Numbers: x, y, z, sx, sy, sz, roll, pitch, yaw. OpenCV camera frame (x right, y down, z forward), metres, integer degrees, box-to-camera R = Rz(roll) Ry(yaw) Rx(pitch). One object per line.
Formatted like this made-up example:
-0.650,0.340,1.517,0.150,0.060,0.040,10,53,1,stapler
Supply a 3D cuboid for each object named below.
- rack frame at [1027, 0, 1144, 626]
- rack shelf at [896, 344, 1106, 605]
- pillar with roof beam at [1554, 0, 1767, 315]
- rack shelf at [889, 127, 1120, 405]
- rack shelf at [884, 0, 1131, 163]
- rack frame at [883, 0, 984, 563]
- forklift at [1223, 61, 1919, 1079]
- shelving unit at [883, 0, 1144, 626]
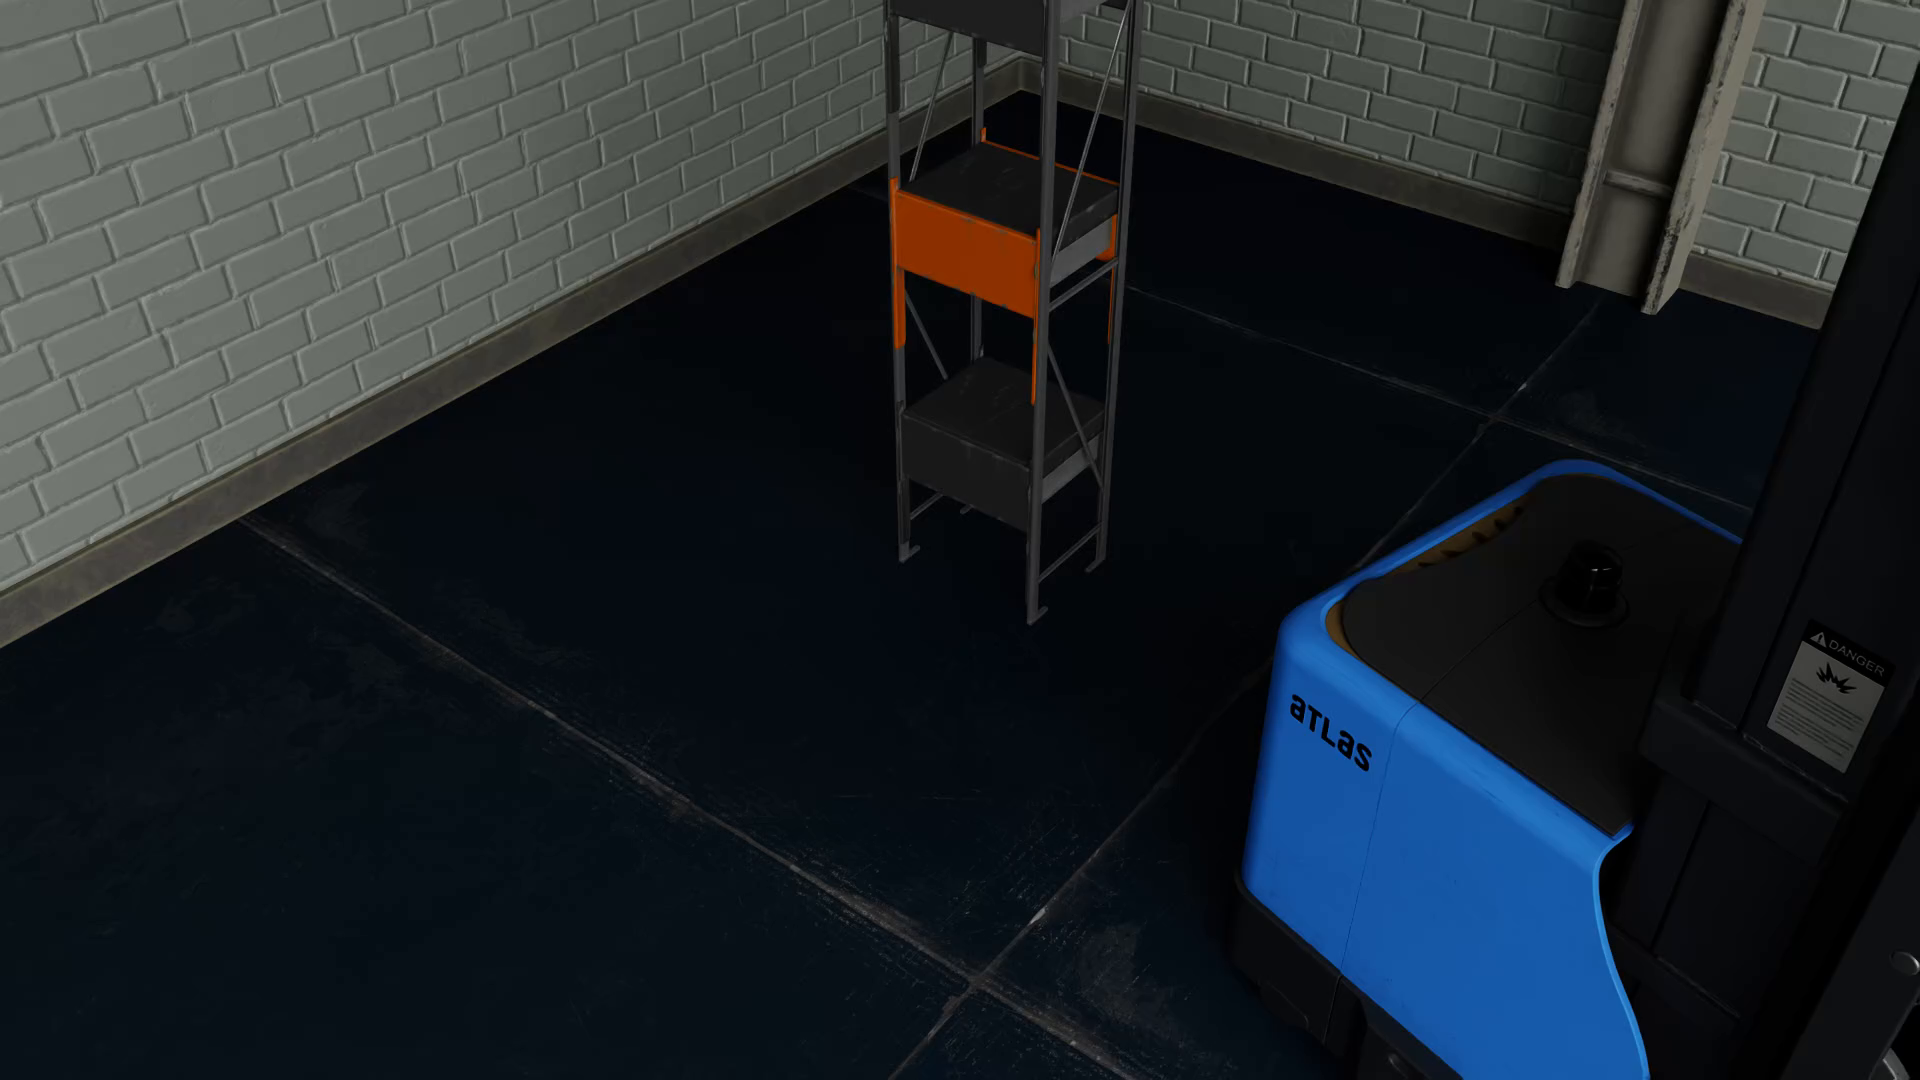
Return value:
0.325,-0.673,4.407,0.015,2.100,0.400,25,45,29,rack frame
0.131,-0.203,4.963,0.480,0.518,0.431,25,45,29,rack shelf
-0.033,-2.440,1.067,0.400,9.000,9.100,25,45,29,pillar with roof beam
0.131,-0.754,4.532,0.480,0.518,0.431,25,45,29,rack shelf
0.131,-1.305,4.100,0.480,0.518,0.431,25,45,29,rack shelf
-0.062,-0.856,4.640,0.015,2.100,0.400,25,45,29,rack frame
1.917,0.385,2.381,1.130,2.935,3.031,-25,45,-29,forklift
0.131,-0.765,4.524,0.503,2.100,0.431,25,45,29,shelving unit
